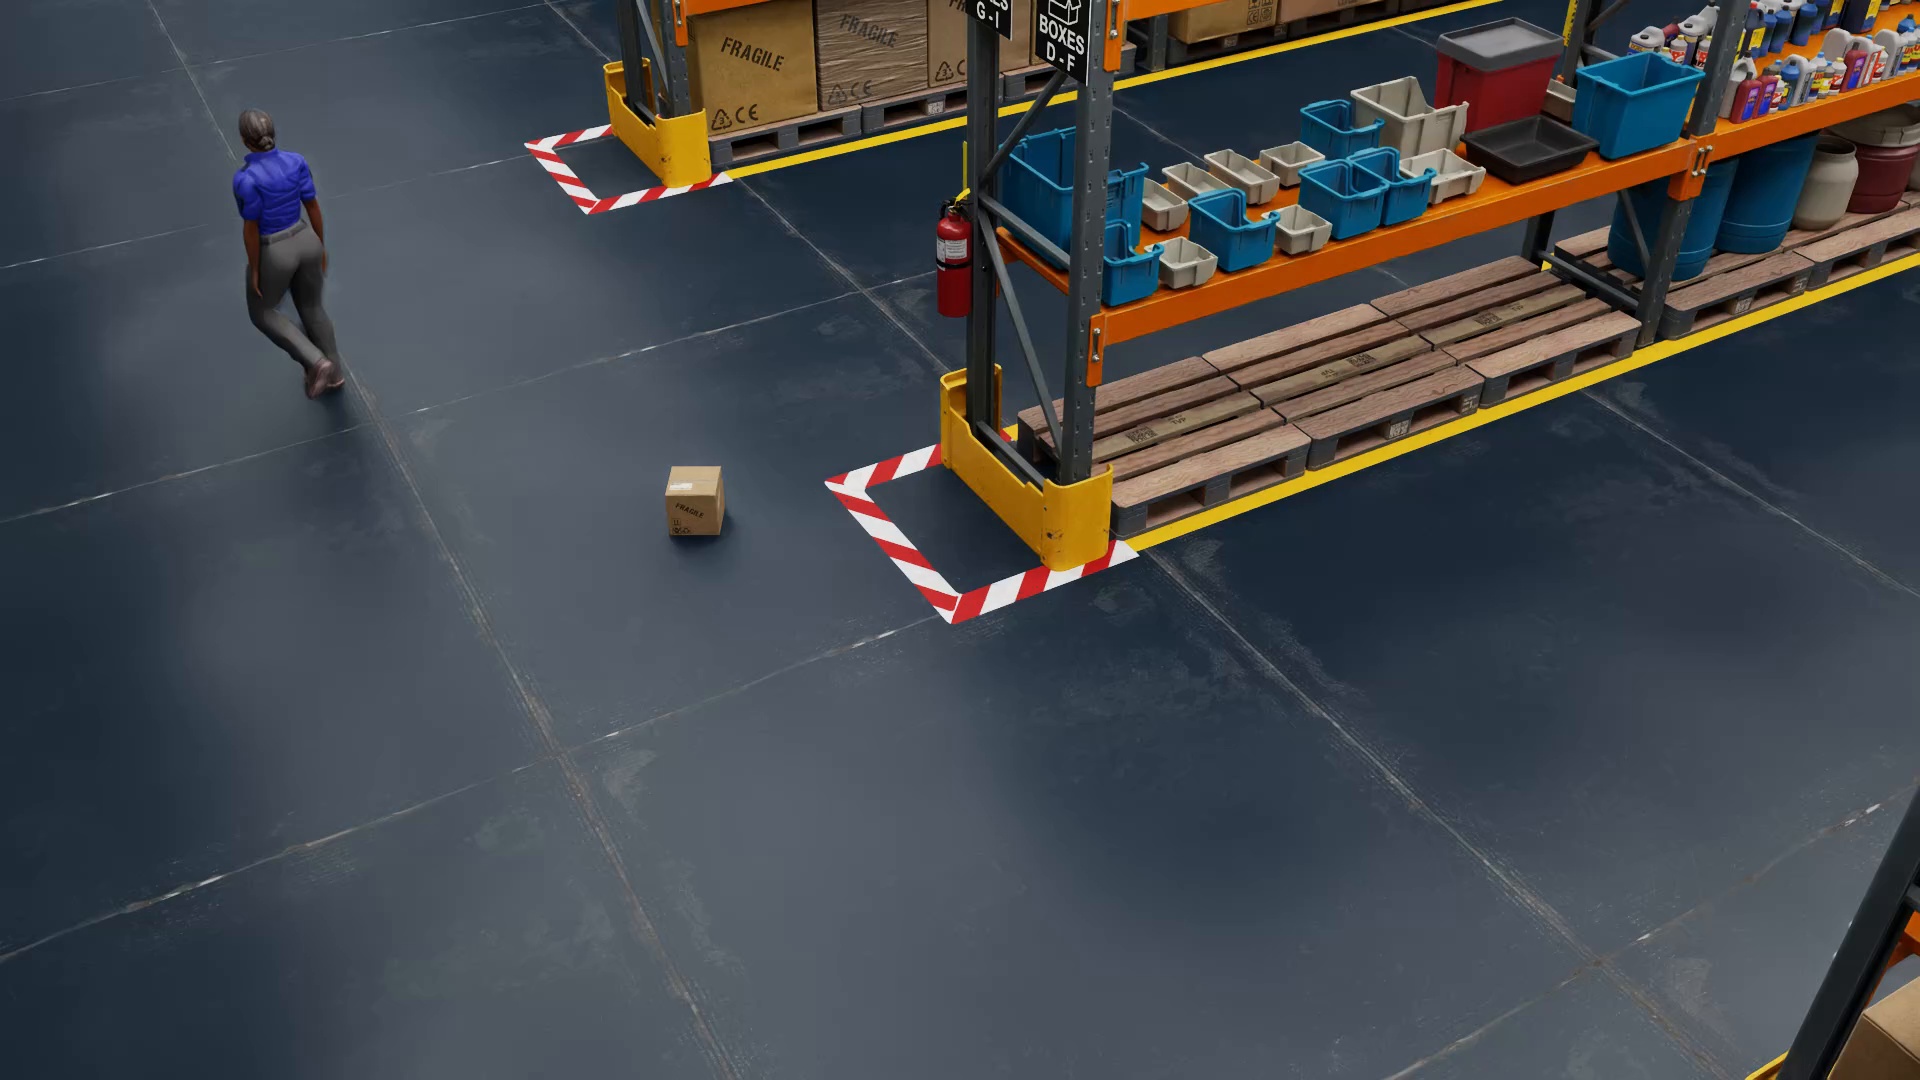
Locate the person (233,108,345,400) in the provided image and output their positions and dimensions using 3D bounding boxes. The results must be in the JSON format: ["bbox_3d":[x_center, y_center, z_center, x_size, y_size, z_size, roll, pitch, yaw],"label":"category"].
[{"bbox_3d":[-3.603,-1.519,8.899,0.467,1.651,0.472,23,43,28],"label":"person"}]
